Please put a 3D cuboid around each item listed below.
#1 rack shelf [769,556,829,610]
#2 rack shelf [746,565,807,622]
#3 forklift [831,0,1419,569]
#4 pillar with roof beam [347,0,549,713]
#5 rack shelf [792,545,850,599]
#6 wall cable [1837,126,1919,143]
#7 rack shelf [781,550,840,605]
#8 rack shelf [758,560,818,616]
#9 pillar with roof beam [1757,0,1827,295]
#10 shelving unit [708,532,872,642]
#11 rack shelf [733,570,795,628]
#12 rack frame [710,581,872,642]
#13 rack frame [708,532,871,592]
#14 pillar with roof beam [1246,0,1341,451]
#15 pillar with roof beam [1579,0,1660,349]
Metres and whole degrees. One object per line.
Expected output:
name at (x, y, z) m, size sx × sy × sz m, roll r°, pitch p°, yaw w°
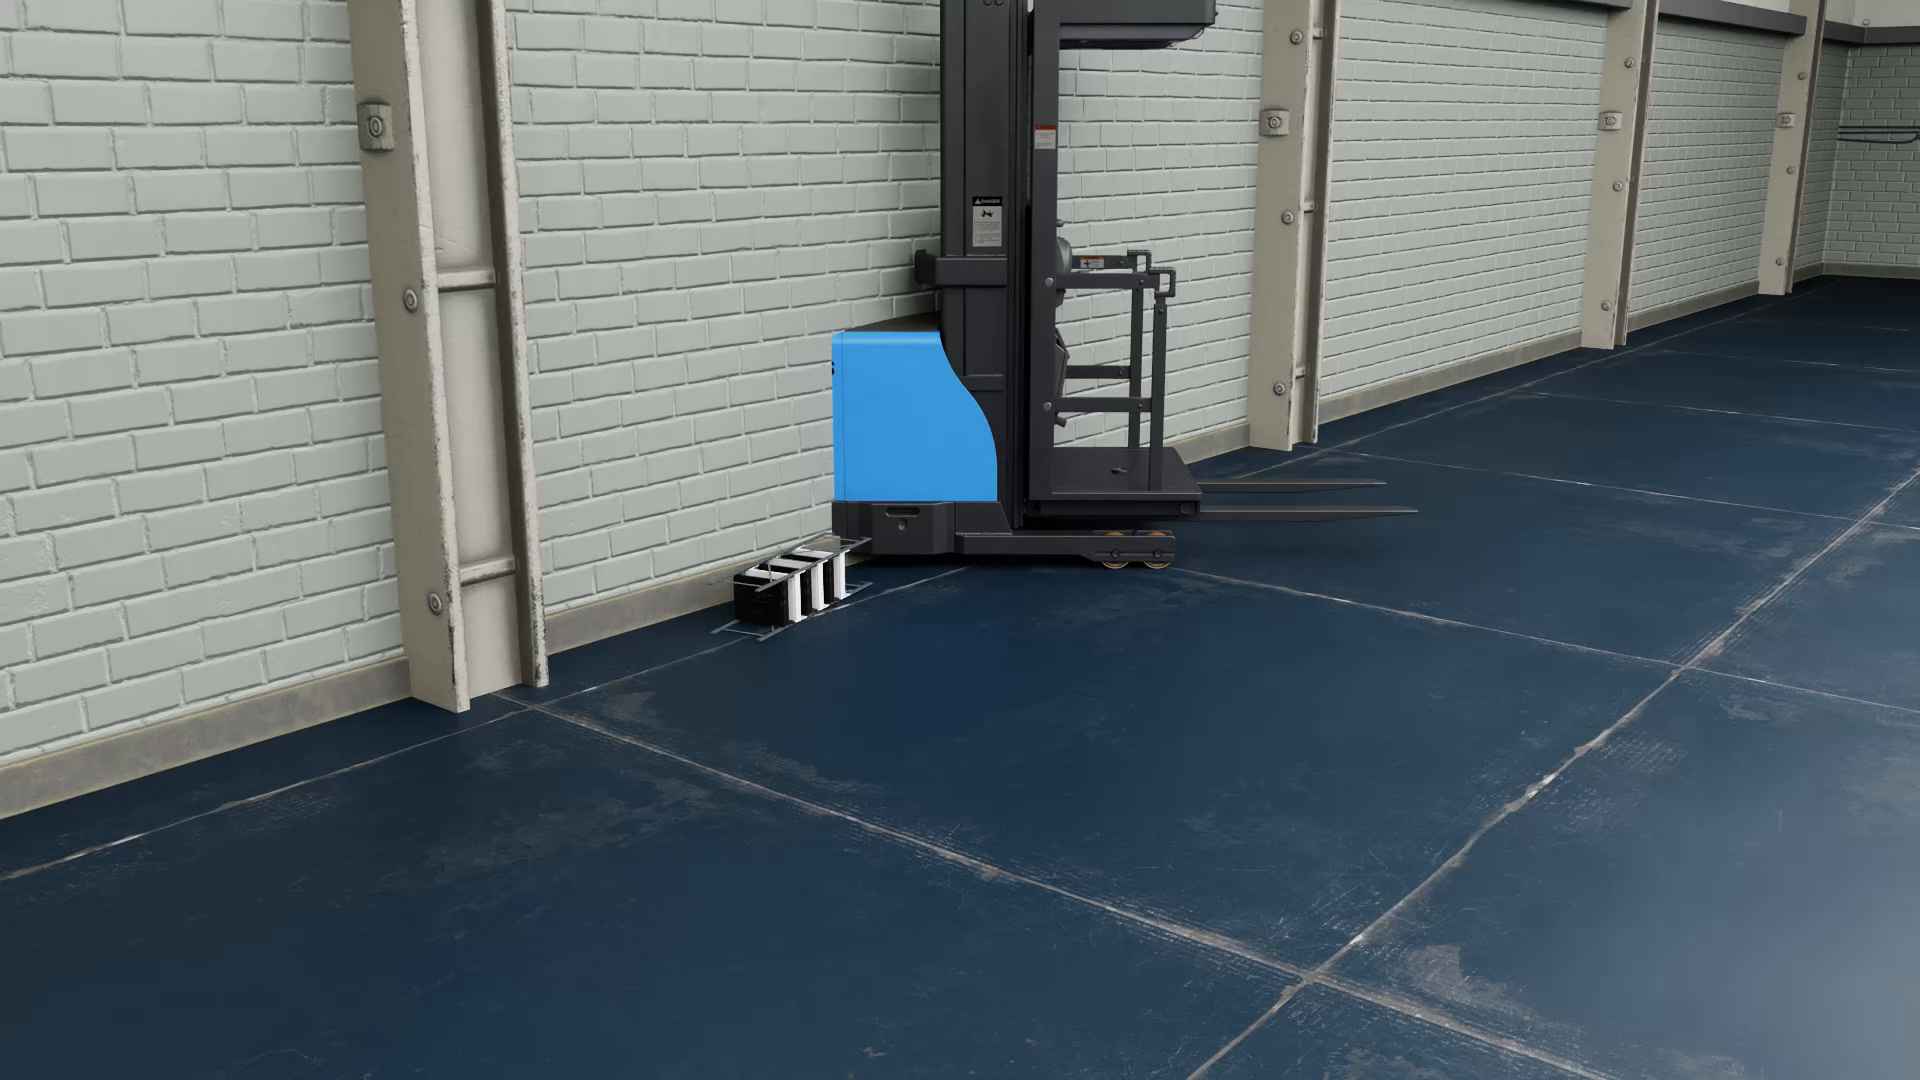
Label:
rack shelf at (-0.679, 0.175, 6.989) m, size 0.258 × 0.200 × 0.077 m, roll 7°, pitch 16°, yaw 25°
rack shelf at (-0.759, 0.217, 6.833) m, size 0.258 × 0.200 × 0.077 m, roll 7°, pitch 16°, yaw 25°
forklift at (0.623, -1.420, 7.760) m, size 3.031 × 2.935 × 1.130 m, roll 0°, pitch 14°, yaw 0°
pillar with roof beam at (1.610, -3.157, 2.275) m, size 9.100 × 9.000 × 0.400 m, roll 11°, pitch 18°, yaw 38°
rack shelf at (-0.599, 0.134, 7.145) m, size 0.258 × 0.200 × 0.077 m, roll 7°, pitch 16°, yaw 25°
wall cable at (12.455, -6.125, 20.265) m, size 3.097 × 2.526 × 0.112 m, roll 11°, pitch 18°, yaw 38°
rack shelf at (-0.639, 0.155, 7.067) m, size 0.258 × 0.200 × 0.077 m, roll 7°, pitch 16°, yaw 25°
rack shelf at (-0.719, 0.196, 6.911) m, size 0.258 × 0.200 × 0.077 m, roll 7°, pitch 16°, yaw 25°
pillar with roof beam at (12.924, -6.605, 15.845) m, size 9.100 × 9.000 × 0.400 m, roll 11°, pitch 18°, yaw 38°
shelving unit at (-0.694, 0.183, 6.960) m, size 0.258 × 0.210 × 0.900 m, roll 7°, pitch 16°, yaw 25°
rack shelf at (-0.799, 0.237, 6.755) m, size 0.258 × 0.200 × 0.077 m, roll 7°, pitch 16°, yaw 25°
rack frame at (-0.693, 0.281, 6.986) m, size 0.240 × 0.006 × 0.900 m, roll 7°, pitch 16°, yaw 25°
rack frame at (-0.694, 0.085, 6.935) m, size 0.240 × 0.006 × 0.900 m, roll 7°, pitch 16°, yaw 25°
pillar with roof beam at (5.381, -4.306, 6.799) m, size 9.100 × 9.000 × 0.400 m, roll 11°, pitch 18°, yaw 38°
pillar with roof beam at (9.152, -5.456, 11.322) m, size 9.100 × 9.000 × 0.400 m, roll 11°, pitch 18°, yaw 38°
